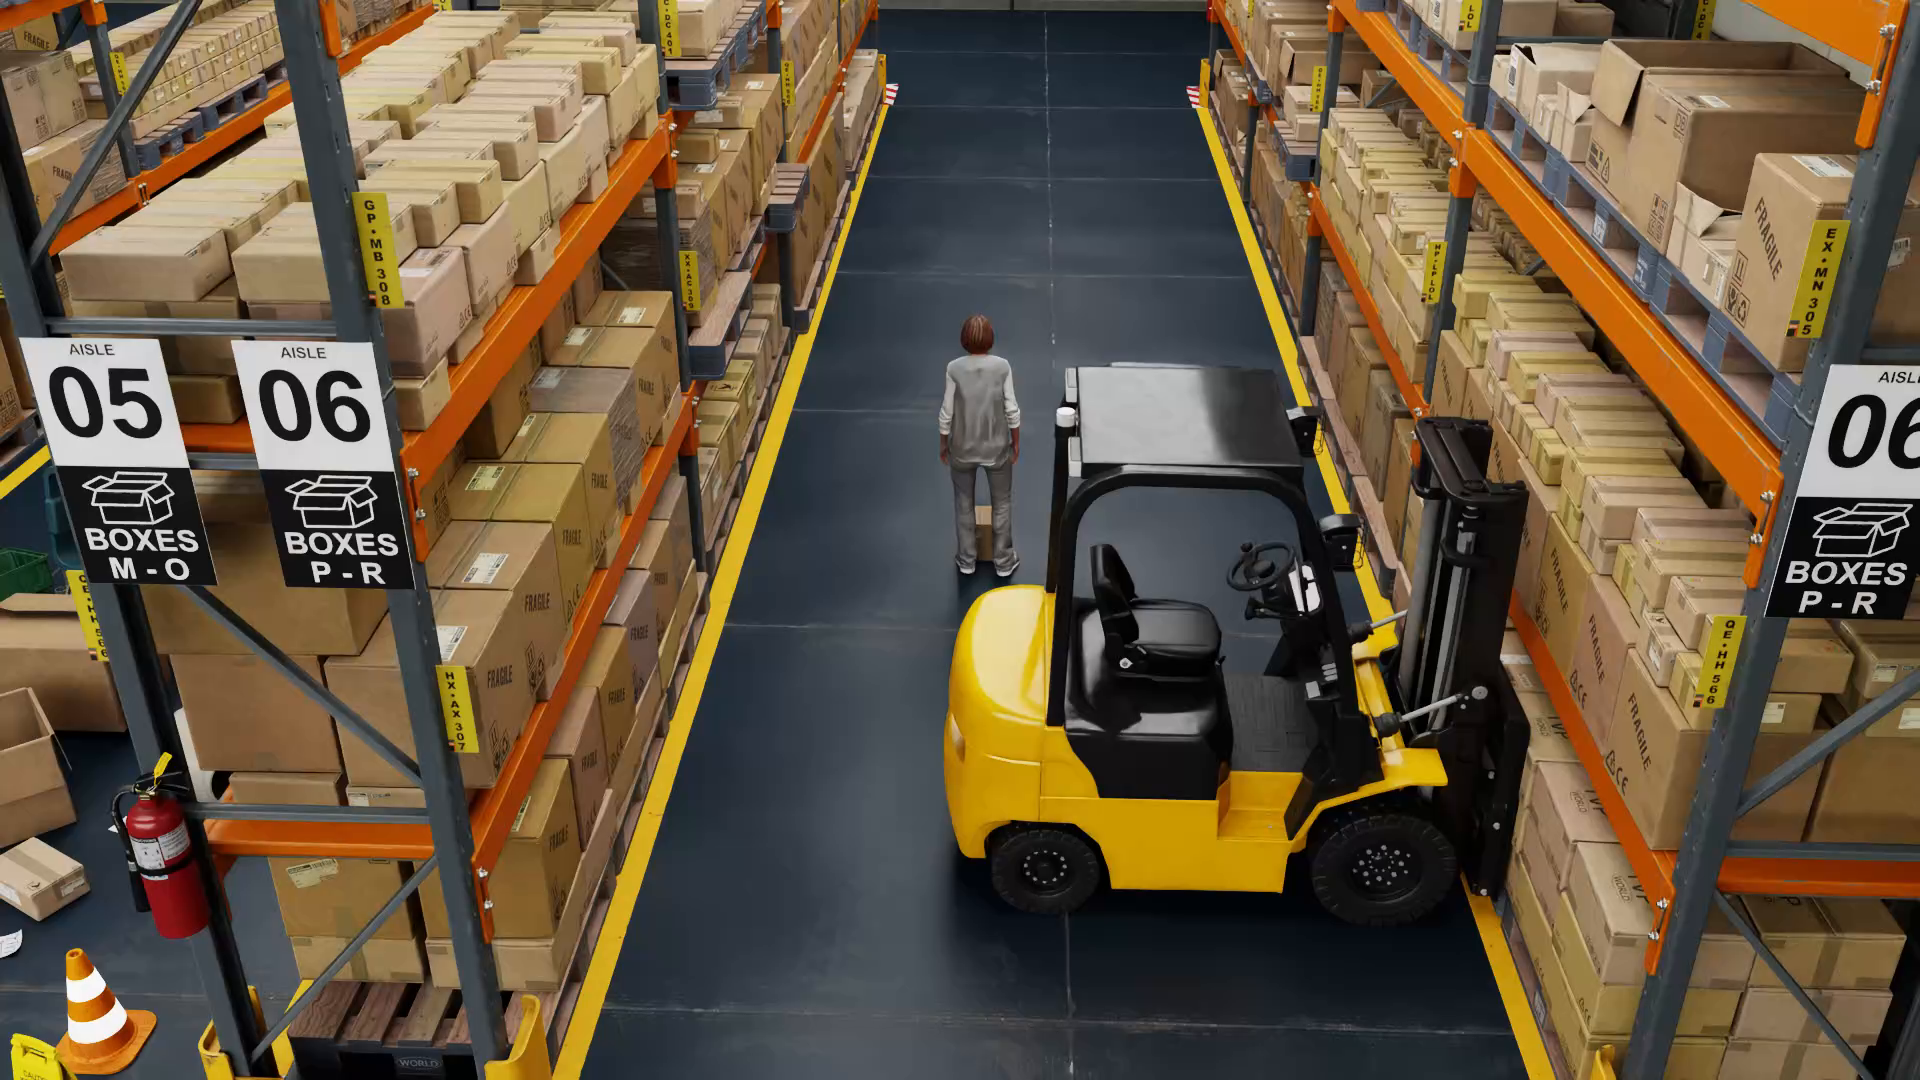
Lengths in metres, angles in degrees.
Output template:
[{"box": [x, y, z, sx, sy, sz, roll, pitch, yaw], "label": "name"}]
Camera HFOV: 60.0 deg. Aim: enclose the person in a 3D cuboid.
[{"box": [0.117, -0.525, 9.607, 0.477, 1.592, 0.367, 0, 28, 0], "label": "person"}]
